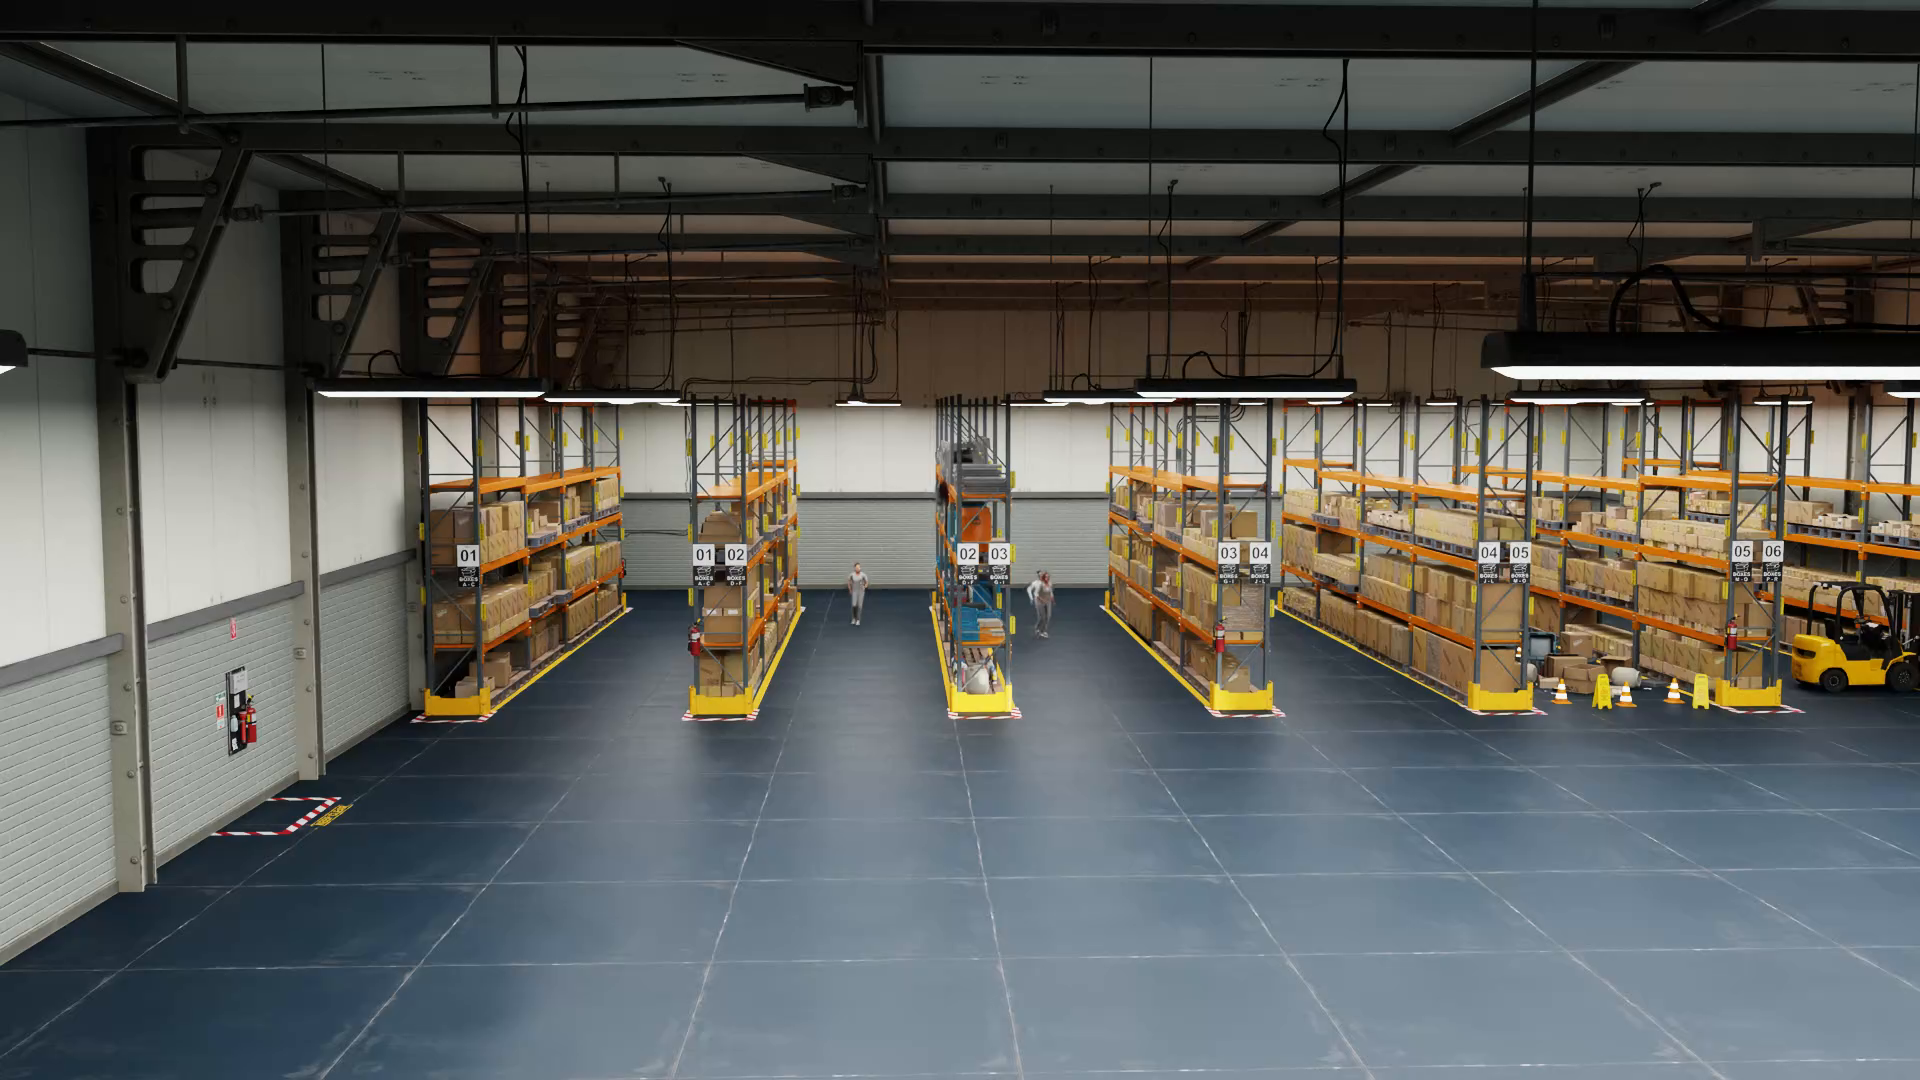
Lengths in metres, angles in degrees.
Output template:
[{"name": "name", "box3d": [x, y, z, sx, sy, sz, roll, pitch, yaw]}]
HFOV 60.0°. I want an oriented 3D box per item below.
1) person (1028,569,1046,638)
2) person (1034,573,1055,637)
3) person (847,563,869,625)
[{"name": "person", "box3d": [2.044, 1.594, 41.781, 0.572, 1.718, 0.685, -1, 5, -15]}, {"name": "person", "box3d": [1.990, 1.539, 39.739, 0.539, 1.550, 0.634, -2, 5, -24]}, {"name": "person", "box3d": [-2.704, 1.438, 44.075, 0.571, 1.627, 0.625, -1, 5, -7]}]
